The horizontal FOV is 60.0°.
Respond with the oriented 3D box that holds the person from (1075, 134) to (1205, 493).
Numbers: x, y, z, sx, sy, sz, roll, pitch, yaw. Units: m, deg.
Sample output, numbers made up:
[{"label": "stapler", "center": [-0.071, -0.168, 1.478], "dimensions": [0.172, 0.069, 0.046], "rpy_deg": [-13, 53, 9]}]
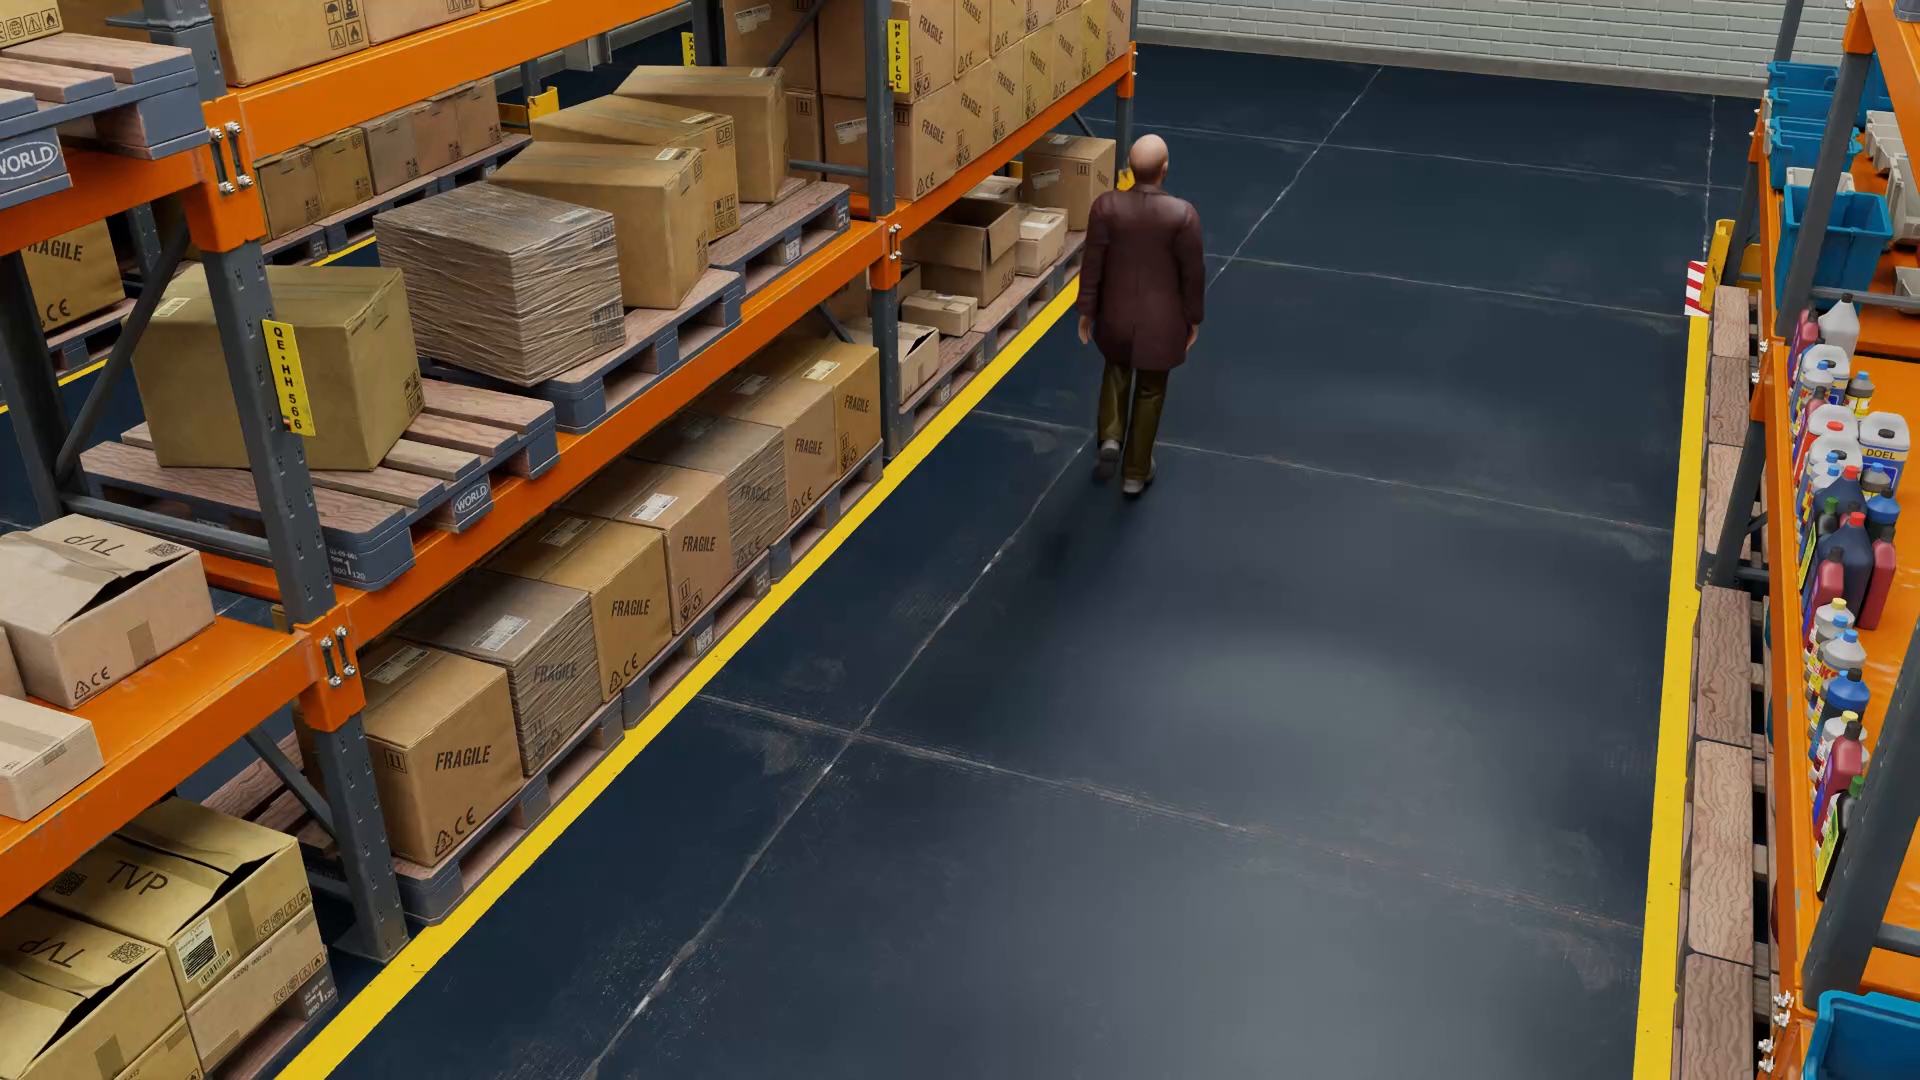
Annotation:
[{"label": "person", "center": [0.881, -1.085, 8.038], "dimensions": [0.616, 1.798, 0.476], "rpy_deg": [11, 31, 18]}]
